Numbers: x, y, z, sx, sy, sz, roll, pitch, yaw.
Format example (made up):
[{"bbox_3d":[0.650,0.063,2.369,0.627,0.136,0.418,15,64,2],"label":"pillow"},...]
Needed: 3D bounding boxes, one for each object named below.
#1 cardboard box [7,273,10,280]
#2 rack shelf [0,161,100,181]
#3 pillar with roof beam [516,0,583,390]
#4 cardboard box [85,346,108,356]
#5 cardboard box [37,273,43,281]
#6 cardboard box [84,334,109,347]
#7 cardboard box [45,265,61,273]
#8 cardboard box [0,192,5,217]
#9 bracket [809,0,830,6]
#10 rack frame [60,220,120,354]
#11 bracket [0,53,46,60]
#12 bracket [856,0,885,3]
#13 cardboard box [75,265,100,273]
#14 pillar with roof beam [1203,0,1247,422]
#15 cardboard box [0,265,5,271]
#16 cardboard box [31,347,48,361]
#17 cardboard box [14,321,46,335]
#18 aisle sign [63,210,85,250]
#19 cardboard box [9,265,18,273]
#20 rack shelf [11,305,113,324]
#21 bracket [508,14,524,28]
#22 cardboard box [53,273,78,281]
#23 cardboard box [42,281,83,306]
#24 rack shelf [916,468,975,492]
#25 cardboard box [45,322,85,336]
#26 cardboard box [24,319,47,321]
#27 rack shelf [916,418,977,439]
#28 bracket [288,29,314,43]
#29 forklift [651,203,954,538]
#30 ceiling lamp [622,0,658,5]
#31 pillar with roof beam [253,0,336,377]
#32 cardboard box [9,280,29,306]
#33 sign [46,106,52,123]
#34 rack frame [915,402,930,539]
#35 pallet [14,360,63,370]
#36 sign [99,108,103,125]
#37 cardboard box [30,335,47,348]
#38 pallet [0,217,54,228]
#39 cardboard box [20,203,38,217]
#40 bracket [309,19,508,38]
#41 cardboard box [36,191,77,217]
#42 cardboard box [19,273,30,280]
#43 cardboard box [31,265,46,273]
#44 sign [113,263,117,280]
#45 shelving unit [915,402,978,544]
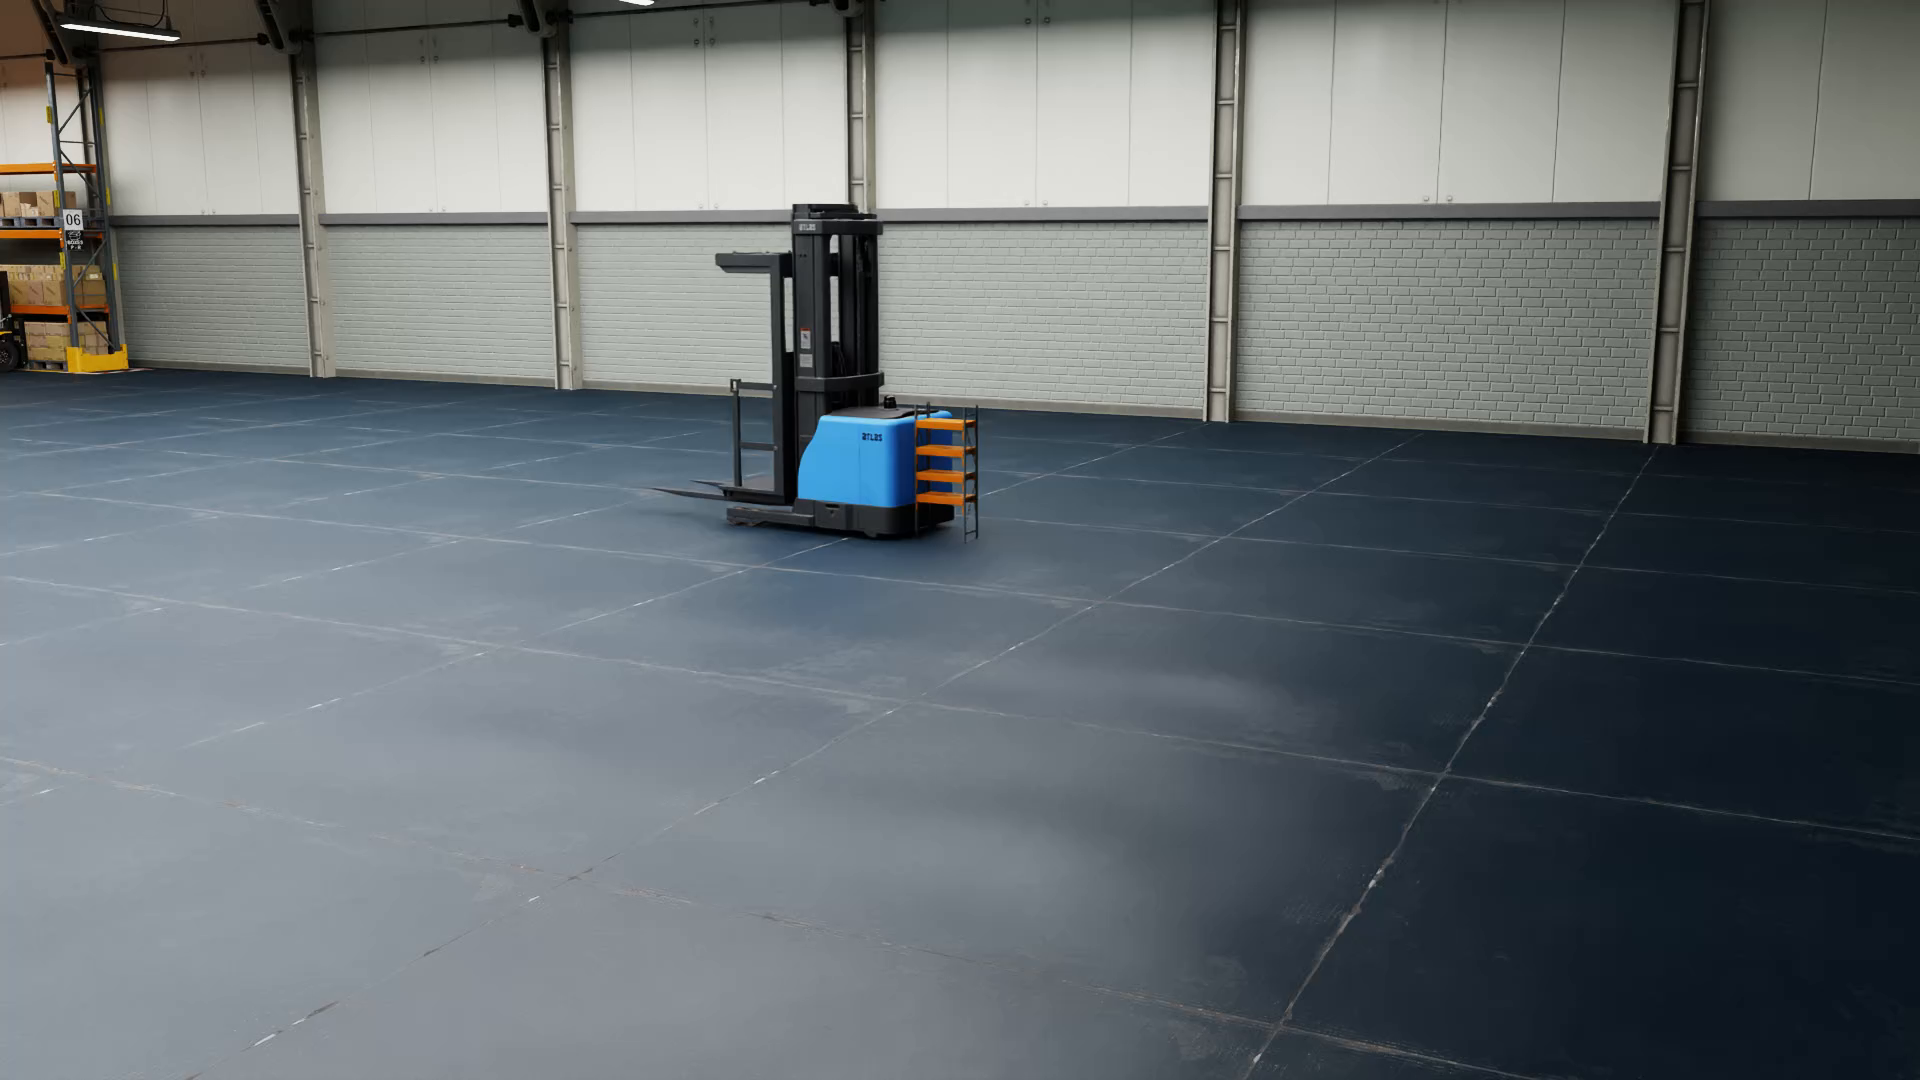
[{"bbox_3d":[-19.277,-5.402,34.056,0.250,0.149,0.380,5,11,25],"label":"cardboard box"},{"bbox_3d":[-19.290,-7.479,33.930,4.000,0.370,1.077,5,11,26],"label":"rack shelf"},{"bbox_3d":[-8.866,-6.438,25.034,0.548,9.000,9.100,5,11,26],"label":"pillar with roof beam"},{"bbox_3d":[-17.851,-3.844,34.087,0.500,0.250,0.500,5,11,26],"label":"cardboard box"},{"bbox_3d":[-18.380,-5.317,33.582,0.250,0.149,0.380,5,12,27],"label":"cardboard box"},{"bbox_3d":[-17.827,-4.090,34.044,0.500,0.250,0.500,5,12,27],"label":"cardboard box"},{"bbox_3d":[-18.146,-5.444,33.450,0.250,0.149,0.380,5,11,26],"label":"cardboard box"},{"bbox_3d":[-19.384,-6.848,33.971,0.637,0.503,0.797,5,12,28],"label":"cardboard box"},{"bbox_3d":[-2.110,-8.400,25.767,0.430,0.232,0.235,5,11,26],"label":"bracket"},{"bbox_3d":[-17.497,-4.920,33.493,0.127,3.000,1.000,5,11,26],"label":"rack frame"},{"bbox_3d":[-20.562,-10.021,34.726,4.783,0.066,0.076,5,11,26],"label":"bracket"},{"bbox_3d":[-1.365,-8.334,25.406,0.430,0.232,0.235,5,11,26],"label":"bracket"},{"bbox_3d":[-17.704,-5.496,33.735,0.250,0.149,0.380,5,11,25],"label":"cardboard box"},{"bbox_3d":[1.895,-5.492,19.809,0.400,9.000,9.100,5,11,26],"label":"pillar with roof beam"},{"bbox_3d":[-19.508,-5.572,34.157,0.250,0.149,0.380,5,11,26],"label":"cardboard box"},{"bbox_3d":[-18.500,-3.801,33.852,0.500,0.250,0.500,5,11,26],"label":"cardboard box"},{"bbox_3d":[-18.965,-4.330,33.965,0.500,0.250,0.500,5,11,27],"label":"cardboard box"},{"bbox_3d":[-17.568,-6.147,32.974,0.004,0.787,0.394,5,11,26],"label":"aisle sign"},{"bbox_3d":[-19.100,-5.514,33.837,0.250,0.149,0.380,5,12,27],"label":"cardboard box"},{"bbox_3d":[-19.290,-4.724,34.428,4.000,0.370,1.077,5,11,26],"label":"rack shelf"},{"bbox_3d":[-7.490,-8.873,28.380,0.430,0.232,0.235,5,11,26],"label":"bracket"},{"bbox_3d":[-17.932,-5.271,33.330,0.250,0.149,0.380,5,11,27],"label":"cardboard box"},{"bbox_3d":[-18.054,-4.966,33.467,0.500,0.500,0.500,5,11,25],"label":"cardboard box"},{"bbox_3d":[-0.120,-0.532,14.679,0.480,0.148,0.258,6,12,28],"label":"rack shelf"},{"bbox_3d":[-18.048,-4.252,33.537,0.500,0.250,0.500,5,12,28],"label":"cardboard box"},{"bbox_3d":[-19.194,-4.455,34.659,0.500,0.250,0.500,5,11,25],"label":"cardboard box"},{"bbox_3d":[-0.120,-0.985,14.597,0.480,0.148,0.258,6,12,28],"label":"rack shelf"},{"bbox_3d":[-12.127,-9.280,30.631,0.430,0.232,0.235,5,11,26],"label":"bracket"},{"bbox_3d":[-1.574,-1.636,15.541,3.031,2.935,1.130,6,12,32],"label":"forklift"},{"bbox_3d":[-4.555,-8.843,21.934,0.800,3.185,2.000,5,11,26],"label":"ceiling lamp"},{"bbox_3d":[-14.247,-6.911,27.646,0.548,9.000,9.100,5,11,26],"label":"pillar with roof beam"},{"bbox_3d":[-18.975,-5.049,33.924,0.500,0.500,0.500,5,11,25],"label":"cardboard box"},{"bbox_3d":[-17.750,-8.285,32.396,0.005,0.325,0.100,5,11,26],"label":"sign"},{"bbox_3d":[-0.334,-0.619,14.782,0.015,1.200,0.240,6,12,28],"label":"rack frame"},{"bbox_3d":[-19.291,-3.698,34.570,1.213,0.211,1.003,5,11,26],"label":"pallet"},{"bbox_3d":[-17.246,-8.498,33.349,0.005,0.325,0.100,5,11,26],"label":"sign"},{"bbox_3d":[-18.517,-4.050,33.820,0.500,0.250,0.500,5,11,25],"label":"cardboard box"},{"bbox_3d":[-19.218,-6.508,34.095,1.213,0.211,1.003,5,11,26],"label":"pallet"},{"bbox_3d":[-18.602,-6.623,33.395,0.258,0.266,0.396,5,11,26],"label":"cardboard box"},{"bbox_3d":[-9.801,-9.076,29.501,4.783,0.066,0.076,5,11,26],"label":"bracket"},{"bbox_3d":[-18.002,-6.697,33.149,0.500,0.500,0.500,5,12,28],"label":"cardboard box"},{"bbox_3d":[-18.857,-5.352,33.775,0.250,0.149,0.380,5,11,24],"label":"cardboard box"},{"bbox_3d":[-18.583,-5.492,33.714,0.250,0.149,0.380,5,11,26],"label":"cardboard box"},{"bbox_3d":[-17.246,-5.473,33.896,0.005,0.325,0.100,5,11,26],"label":"sign"},{"bbox_3d":[-0.120,-0.598,14.667,0.503,1.200,0.258,6,12,28],"label":"shelving unit"}]
